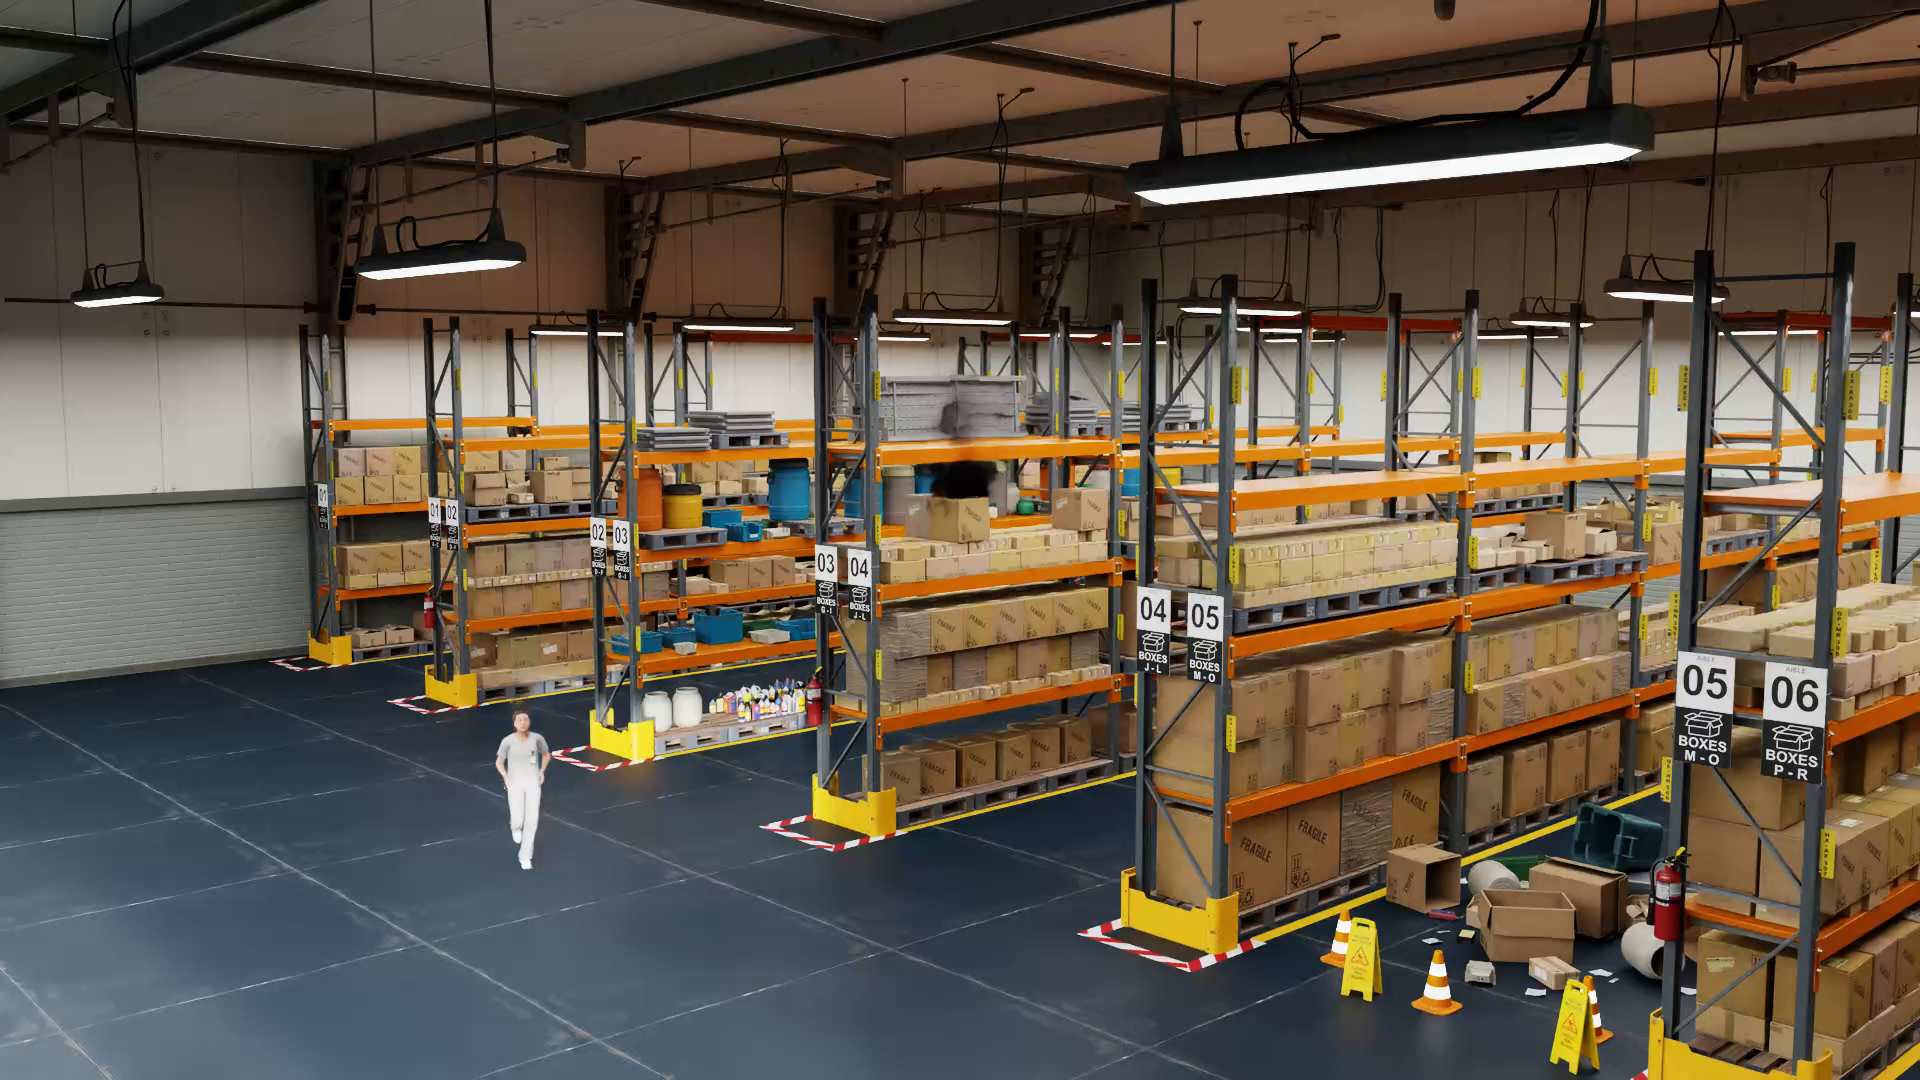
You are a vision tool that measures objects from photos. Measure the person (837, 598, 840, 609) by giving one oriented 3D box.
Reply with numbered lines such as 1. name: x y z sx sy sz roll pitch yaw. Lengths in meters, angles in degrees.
1. person: -2.640 0.837 34.666 0.562 1.656 0.926 4 7 34

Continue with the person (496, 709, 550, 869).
1. person: -4.598 2.589 17.547 0.565 1.641 0.731 -2 6 -20

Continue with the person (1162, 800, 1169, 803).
1. person: 2.236 2.621 17.535 0.524 1.539 0.537 6 8 44
